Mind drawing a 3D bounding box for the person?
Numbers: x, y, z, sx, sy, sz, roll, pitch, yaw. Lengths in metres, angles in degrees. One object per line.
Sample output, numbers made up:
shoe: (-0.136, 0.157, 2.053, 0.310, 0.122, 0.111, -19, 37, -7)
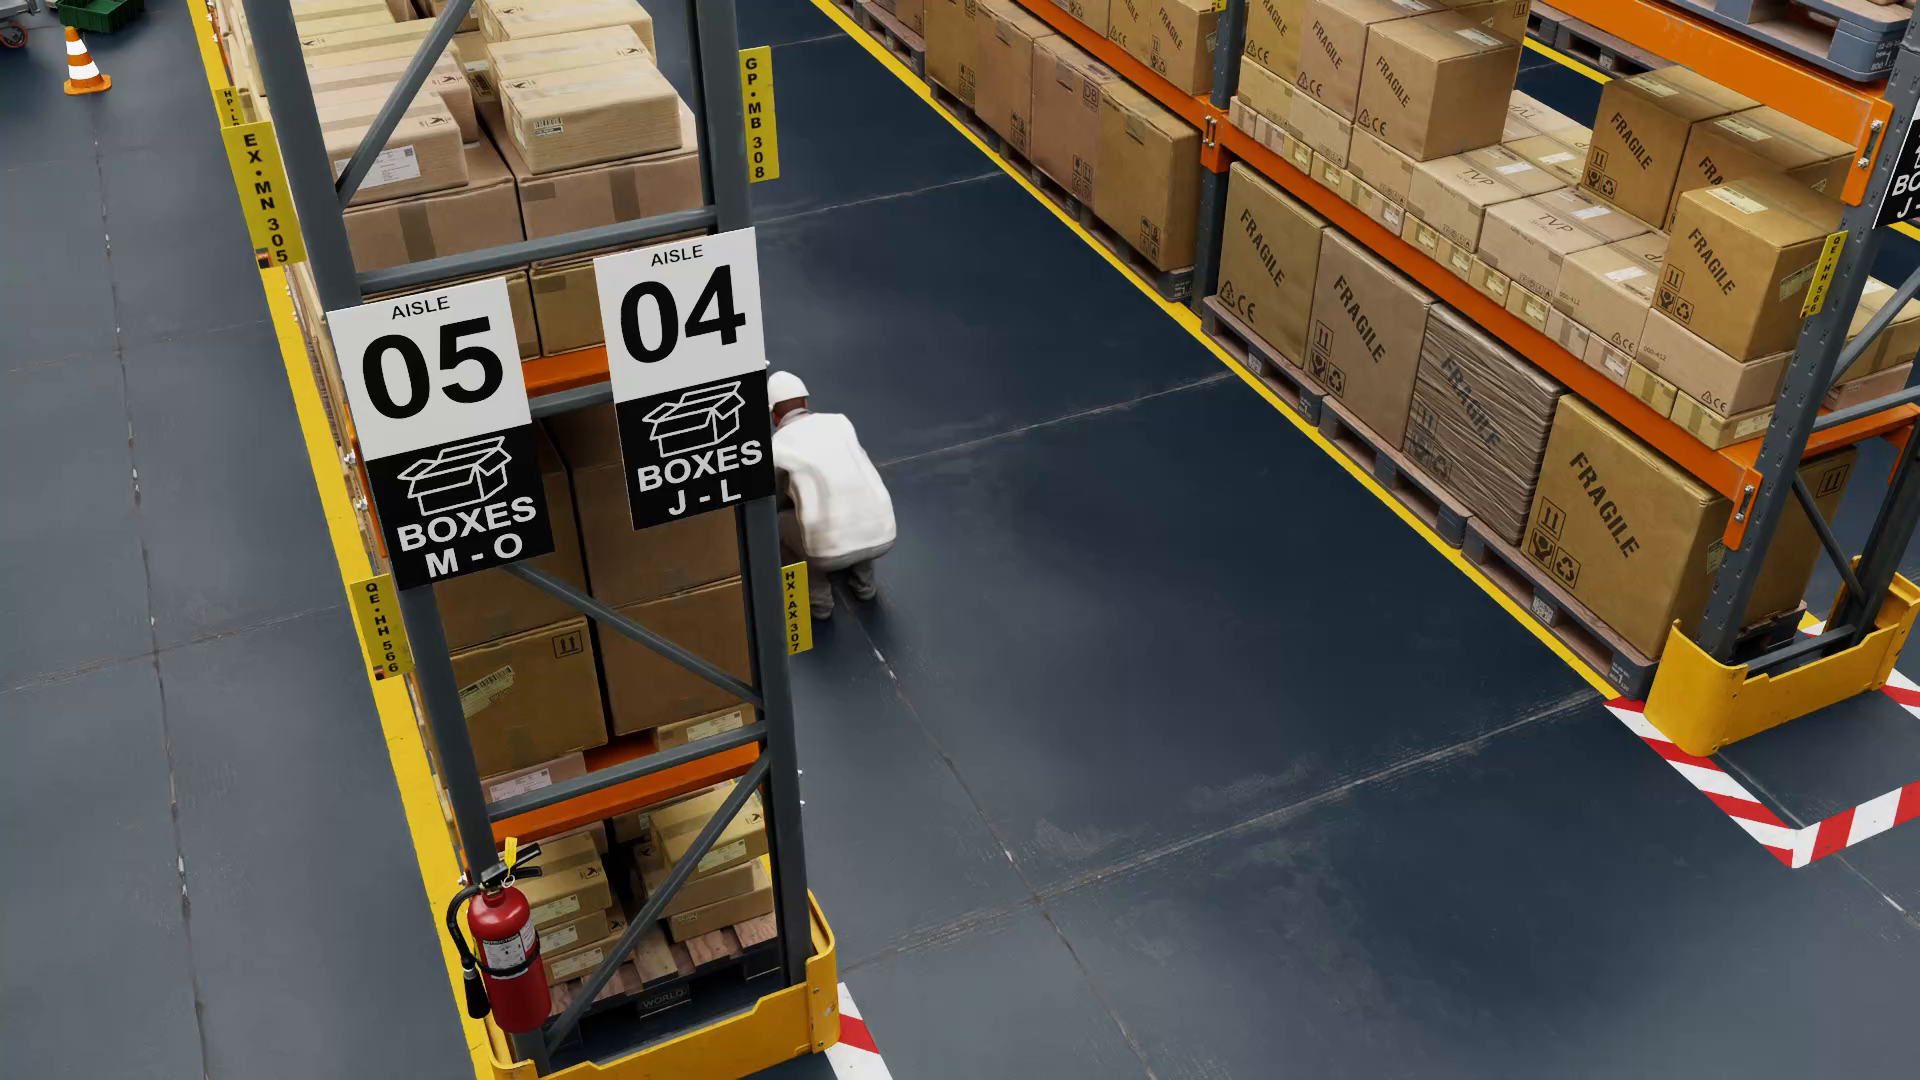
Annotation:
person: (-0.646, -0.198, 7.738, 0.510, 1.015, 0.872, -17, 40, -21)
